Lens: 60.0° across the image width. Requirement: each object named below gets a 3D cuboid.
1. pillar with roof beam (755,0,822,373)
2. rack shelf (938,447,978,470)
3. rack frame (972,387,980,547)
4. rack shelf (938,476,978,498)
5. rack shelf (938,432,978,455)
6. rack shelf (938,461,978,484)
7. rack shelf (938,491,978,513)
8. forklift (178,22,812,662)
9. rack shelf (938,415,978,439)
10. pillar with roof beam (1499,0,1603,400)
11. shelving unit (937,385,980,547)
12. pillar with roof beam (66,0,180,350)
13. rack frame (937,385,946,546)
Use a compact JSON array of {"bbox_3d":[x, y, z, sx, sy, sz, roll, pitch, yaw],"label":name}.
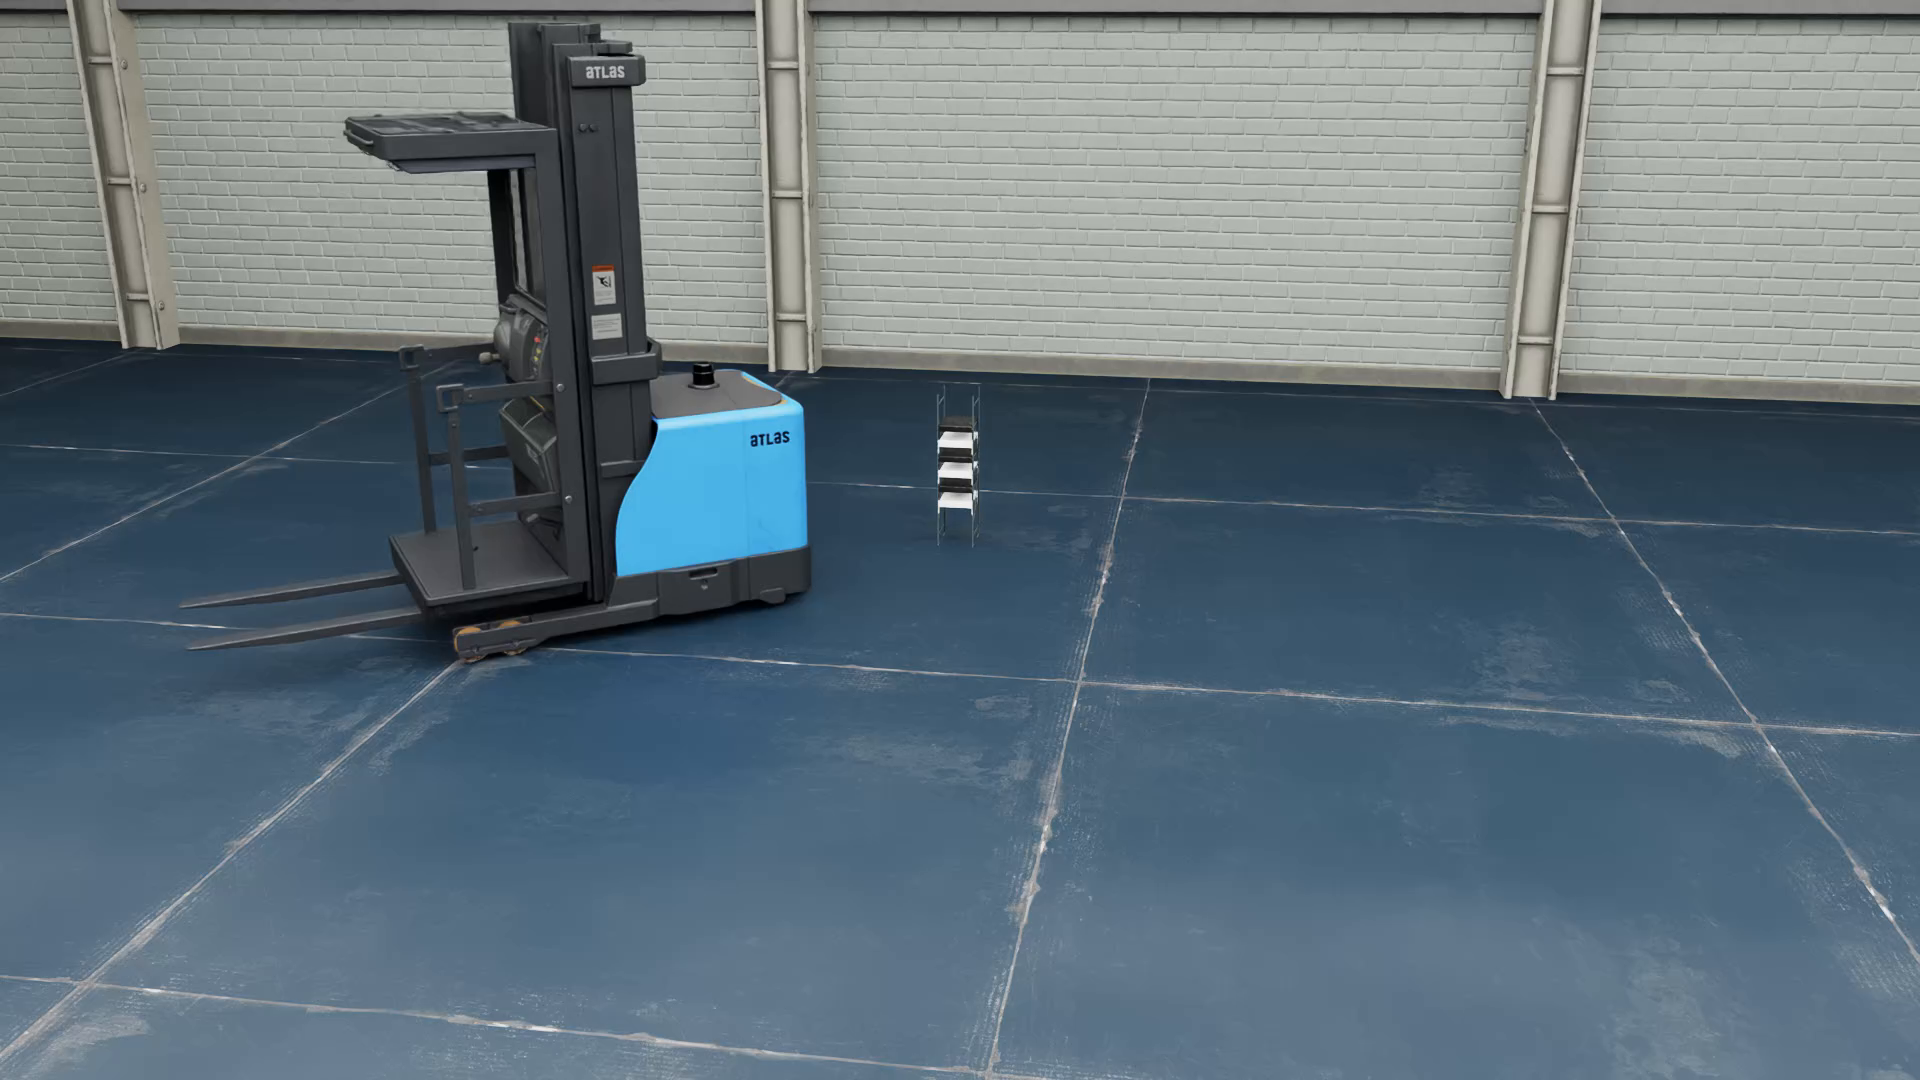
[{"bbox_3d":[-2.082,-4.382,8.717,0.400,9.000,9.100,3,19,9],"label":"pillar with roof beam"},{"bbox_3d":[-0.008,-0.481,9.644,0.200,0.077,0.258,3,19,9],"label":"rack shelf"},{"bbox_3d":[0.092,-0.422,9.646,0.006,0.900,0.240,3,19,9],"label":"rack frame"},{"bbox_3d":[-0.008,-0.310,9.701,0.200,0.077,0.258,3,19,9],"label":"rack shelf"},{"bbox_3d":[-0.008,-0.566,9.615,0.200,0.077,0.258,3,19,9],"label":"rack shelf"},{"bbox_3d":[-0.008,-0.396,9.672,0.200,0.077,0.258,3,19,9],"label":"rack shelf"},{"bbox_3d":[-0.008,-0.225,9.729,0.200,0.077,0.258,3,19,9],"label":"rack shelf"},{"bbox_3d":[-2.339,-0.991,8.146,3.031,2.935,1.130,-9,21,-26],"label":"forklift"},{"bbox_3d":[-0.008,-0.652,9.586,0.200,0.077,0.258,3,19,9],"label":"rack shelf"},{"bbox_3d":[3.842,-4.080,7.815,0.400,9.000,9.100,3,19,9],"label":"pillar with roof beam"},{"bbox_3d":[-0.008,-0.427,9.662,0.210,0.900,0.258,3,19,9],"label":"shelving unit"},{"bbox_3d":[-8.006,-4.684,9.620,0.400,9.000,9.100,3,19,9],"label":"pillar with roof beam"},{"bbox_3d":[-0.108,-0.432,9.677,0.006,0.900,0.240,3,19,9],"label":"rack frame"}]
